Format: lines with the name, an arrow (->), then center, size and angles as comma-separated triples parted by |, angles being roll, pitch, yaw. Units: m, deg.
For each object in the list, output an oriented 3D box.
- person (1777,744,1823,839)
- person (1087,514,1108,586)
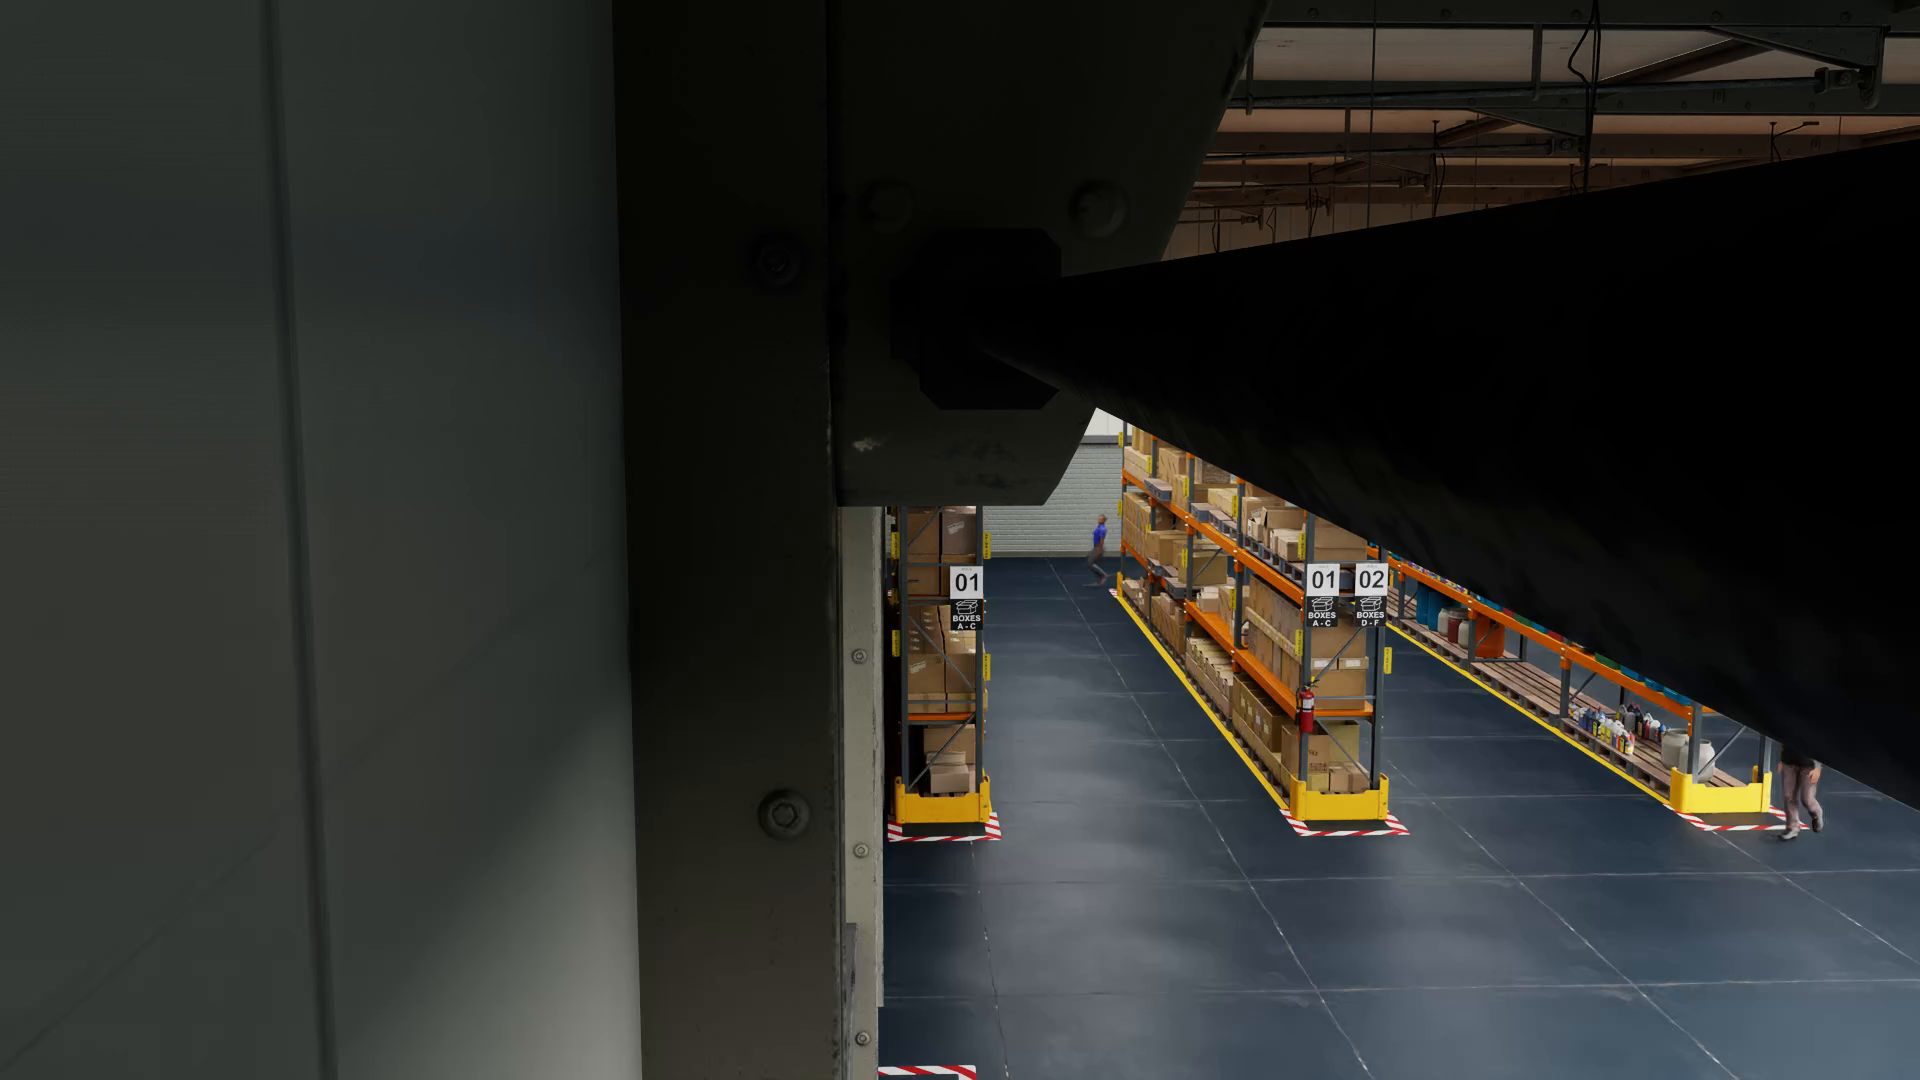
person -> 10.029, 2.703, 19.812 | 0.568, 1.709, 0.555 | -7, 10, -40
person -> 3.121, 0.238, 37.494 | 0.459, 1.645, 0.487 | 2, 8, 15
